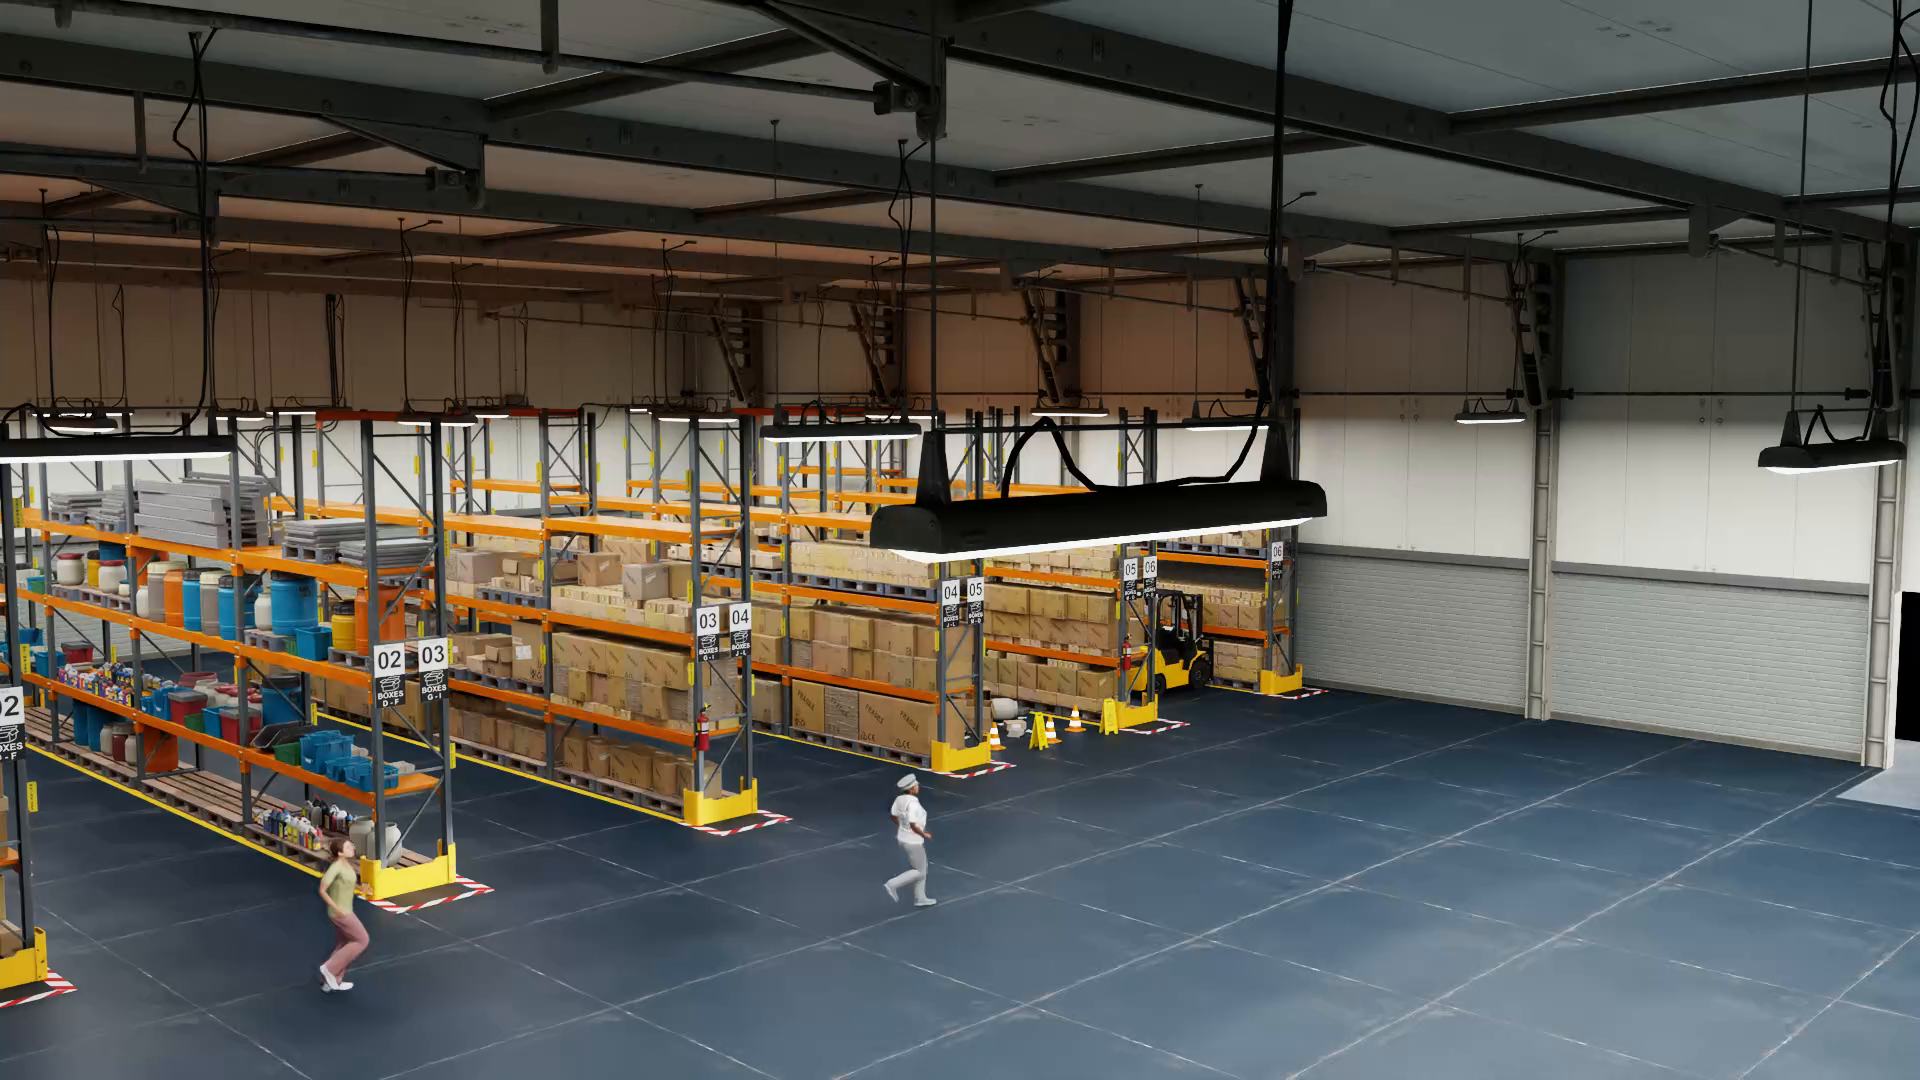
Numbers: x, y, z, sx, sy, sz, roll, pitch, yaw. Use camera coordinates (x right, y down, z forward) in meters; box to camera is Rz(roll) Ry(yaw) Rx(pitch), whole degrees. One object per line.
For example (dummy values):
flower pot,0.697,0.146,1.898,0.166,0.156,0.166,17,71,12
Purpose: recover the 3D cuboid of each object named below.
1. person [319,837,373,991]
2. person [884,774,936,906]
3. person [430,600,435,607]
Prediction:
person,-6.511,3.952,17.636,0.538,1.637,0.565,-1,5,-16
person,-0.629,3.694,20.390,0.727,1.657,0.593,-3,6,-28
person,-12.819,2.036,39.860,0.487,1.522,0.645,-3,6,-33
